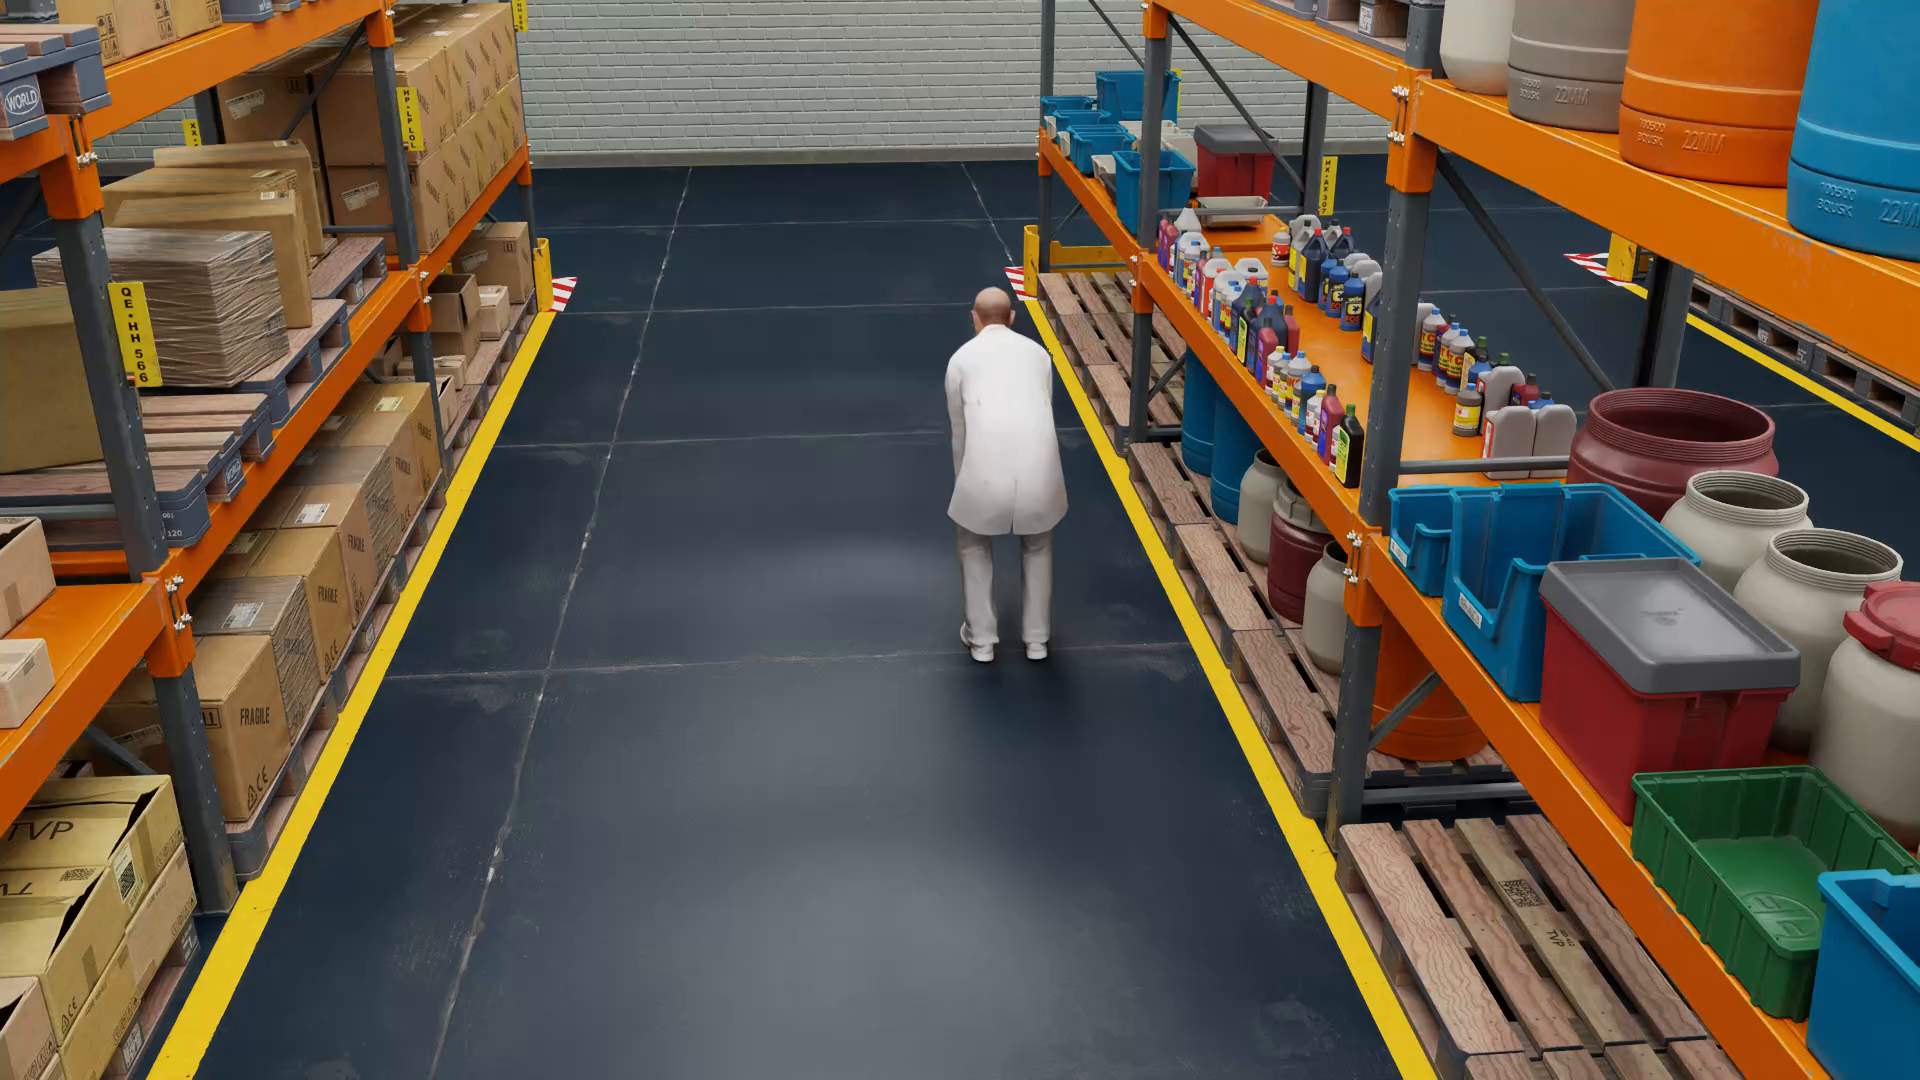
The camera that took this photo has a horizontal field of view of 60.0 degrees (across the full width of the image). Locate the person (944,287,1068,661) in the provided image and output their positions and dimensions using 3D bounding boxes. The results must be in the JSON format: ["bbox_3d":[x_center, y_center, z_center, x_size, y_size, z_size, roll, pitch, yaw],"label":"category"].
[{"bbox_3d":[0.200,-0.291,7.519,0.550,1.602,0.716,-3,24,-6],"label":"person"}]
